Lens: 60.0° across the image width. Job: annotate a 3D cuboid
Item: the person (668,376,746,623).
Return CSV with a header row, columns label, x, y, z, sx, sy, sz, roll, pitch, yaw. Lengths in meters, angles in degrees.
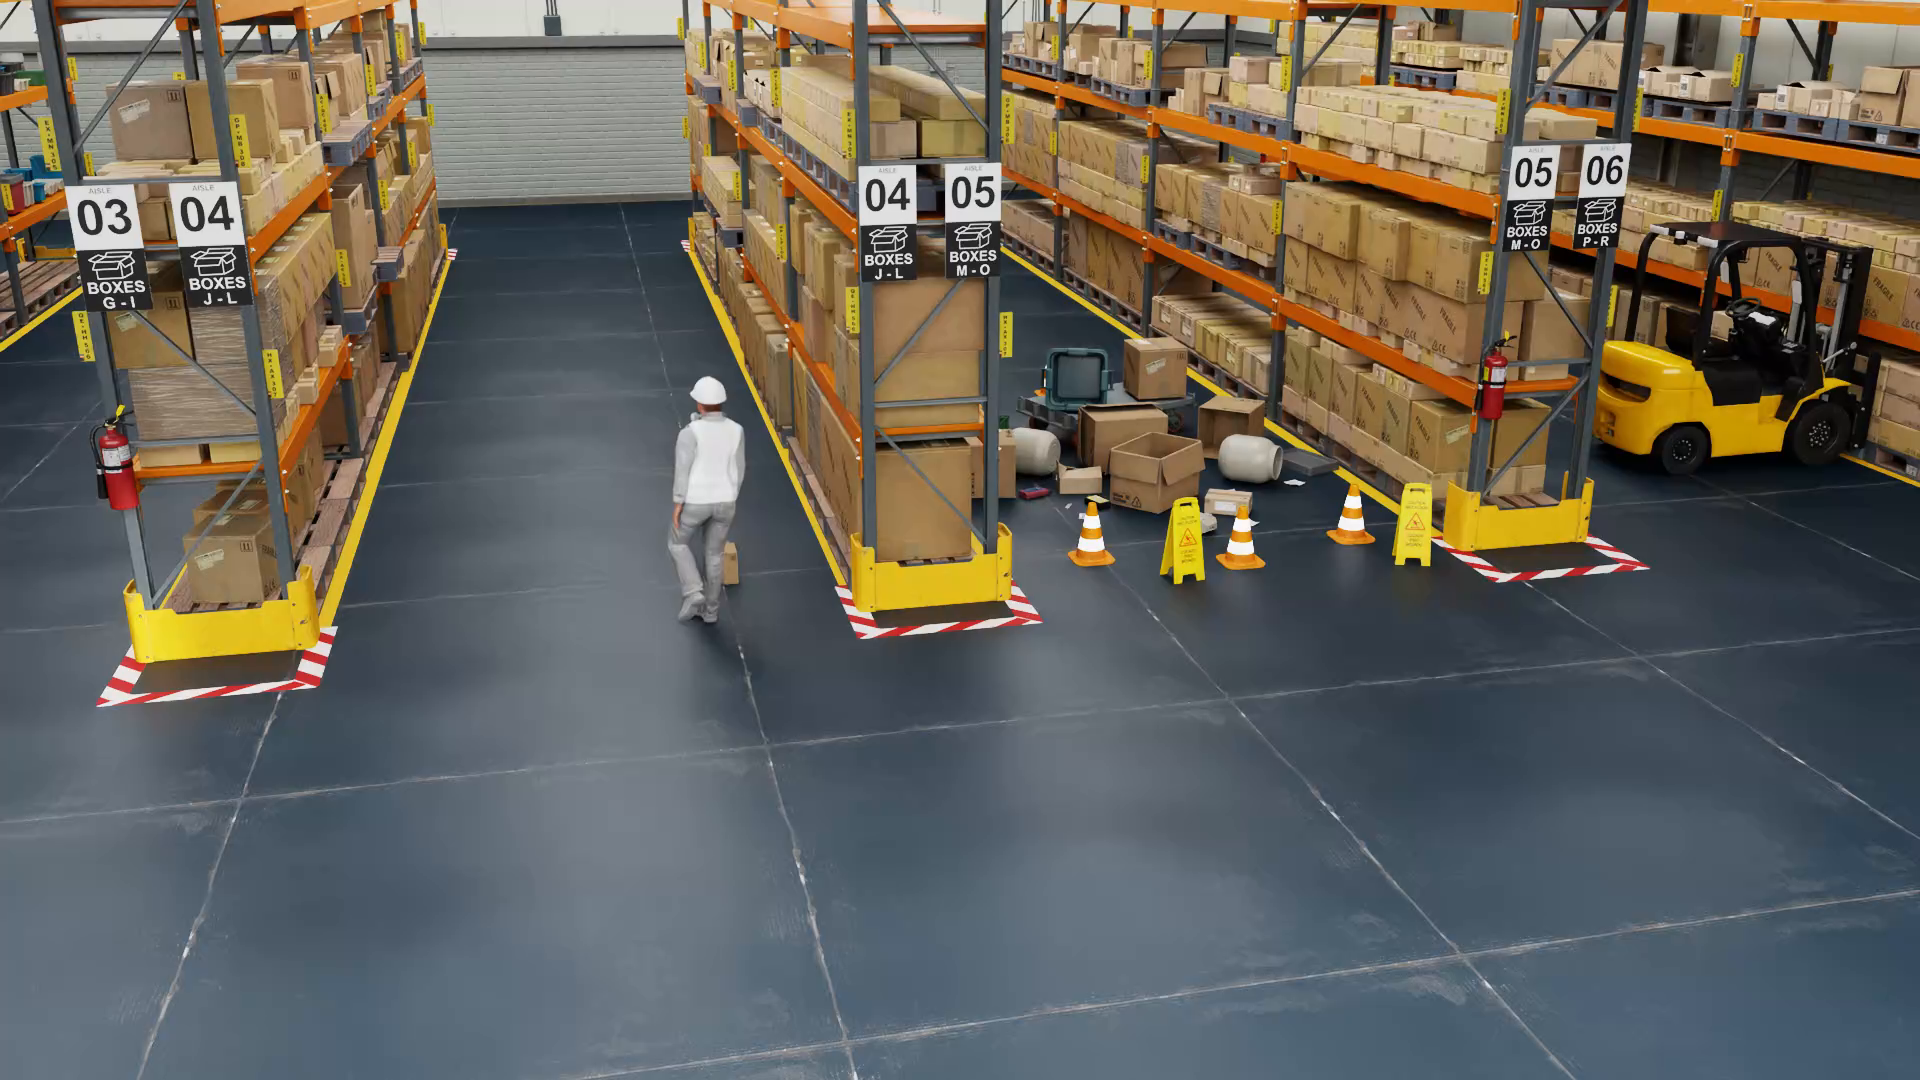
label,x,y,z,sx,sy,sz,roll,pitch,yaw
person,-1.790,-0.286,11.781,0.596,1.767,0.462,-10,22,-26
